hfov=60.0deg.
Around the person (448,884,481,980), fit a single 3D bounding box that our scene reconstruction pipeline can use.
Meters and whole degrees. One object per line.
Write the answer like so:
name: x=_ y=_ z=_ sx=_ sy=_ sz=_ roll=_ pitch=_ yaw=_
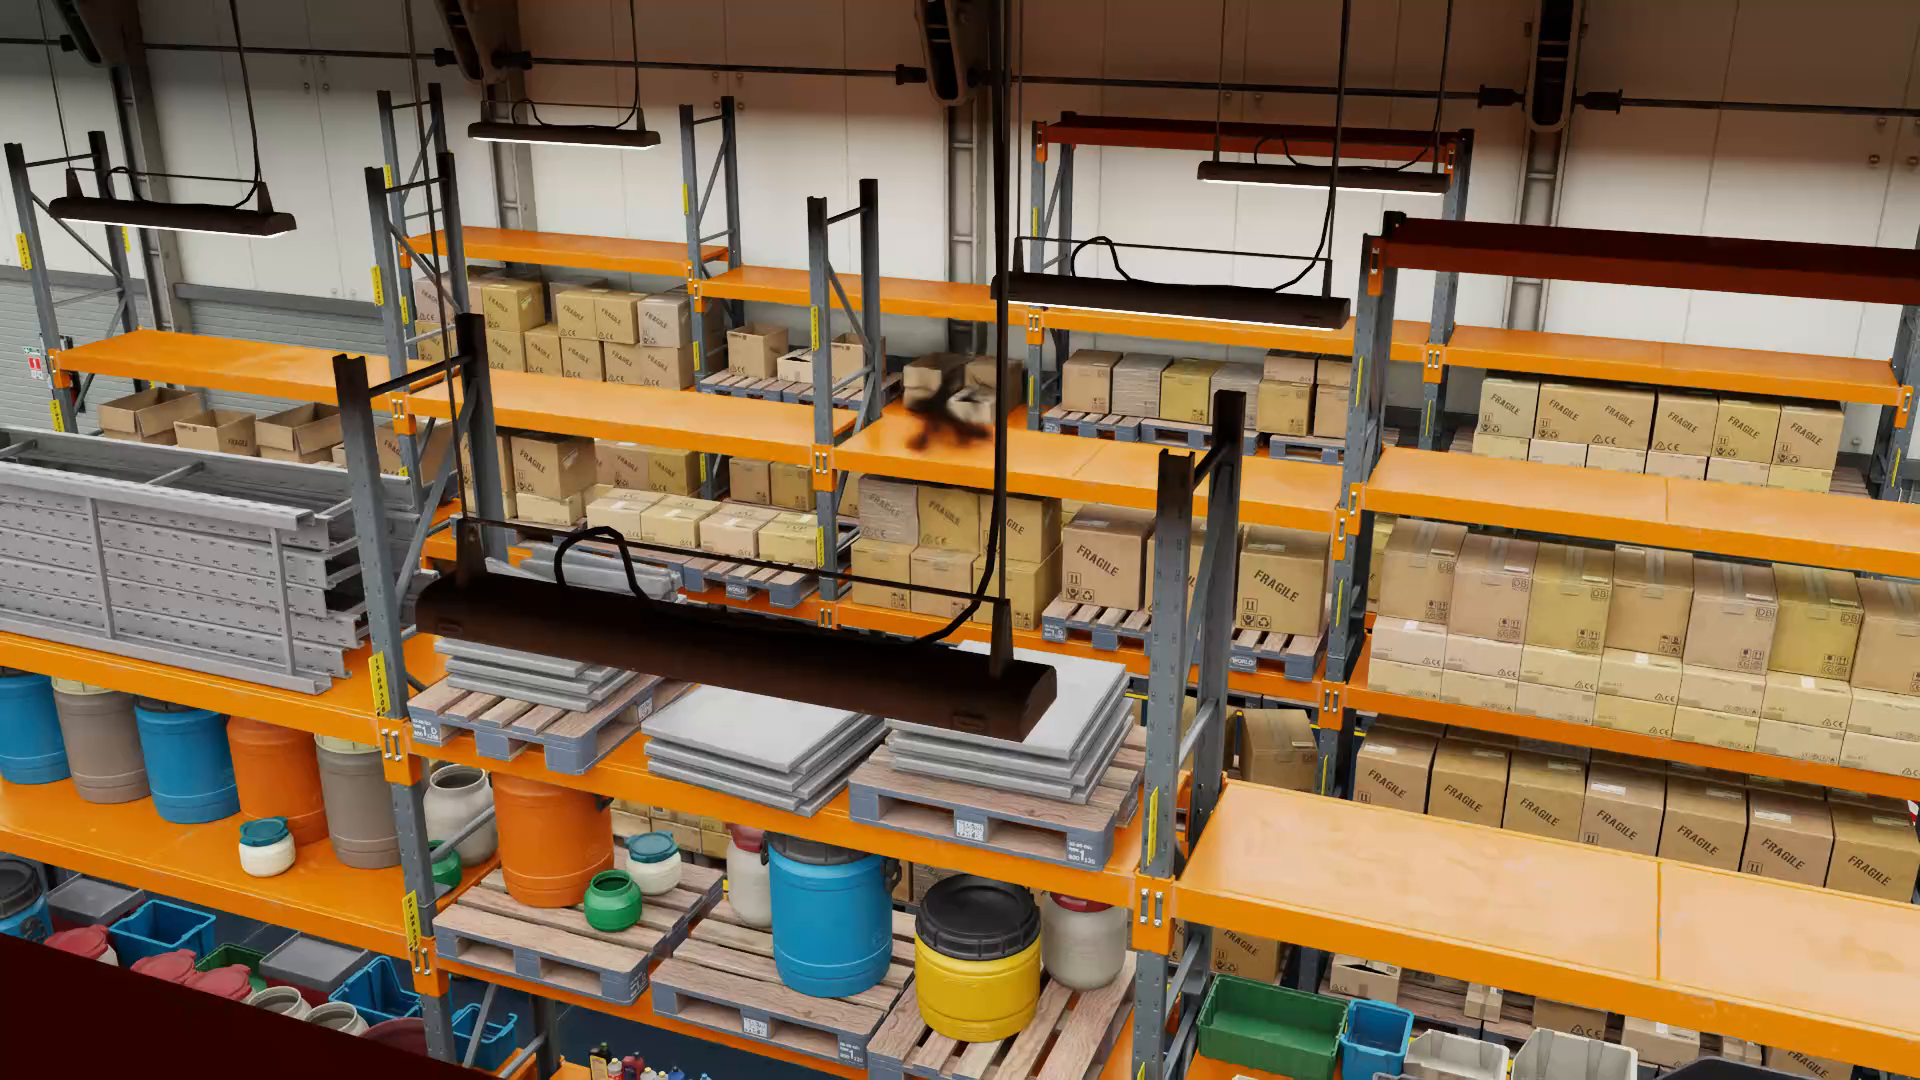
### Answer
person: x=-3.789 y=2.682 z=12.898 sx=0.889 sy=1.745 sz=0.731 roll=7 pitch=22 yaw=17
